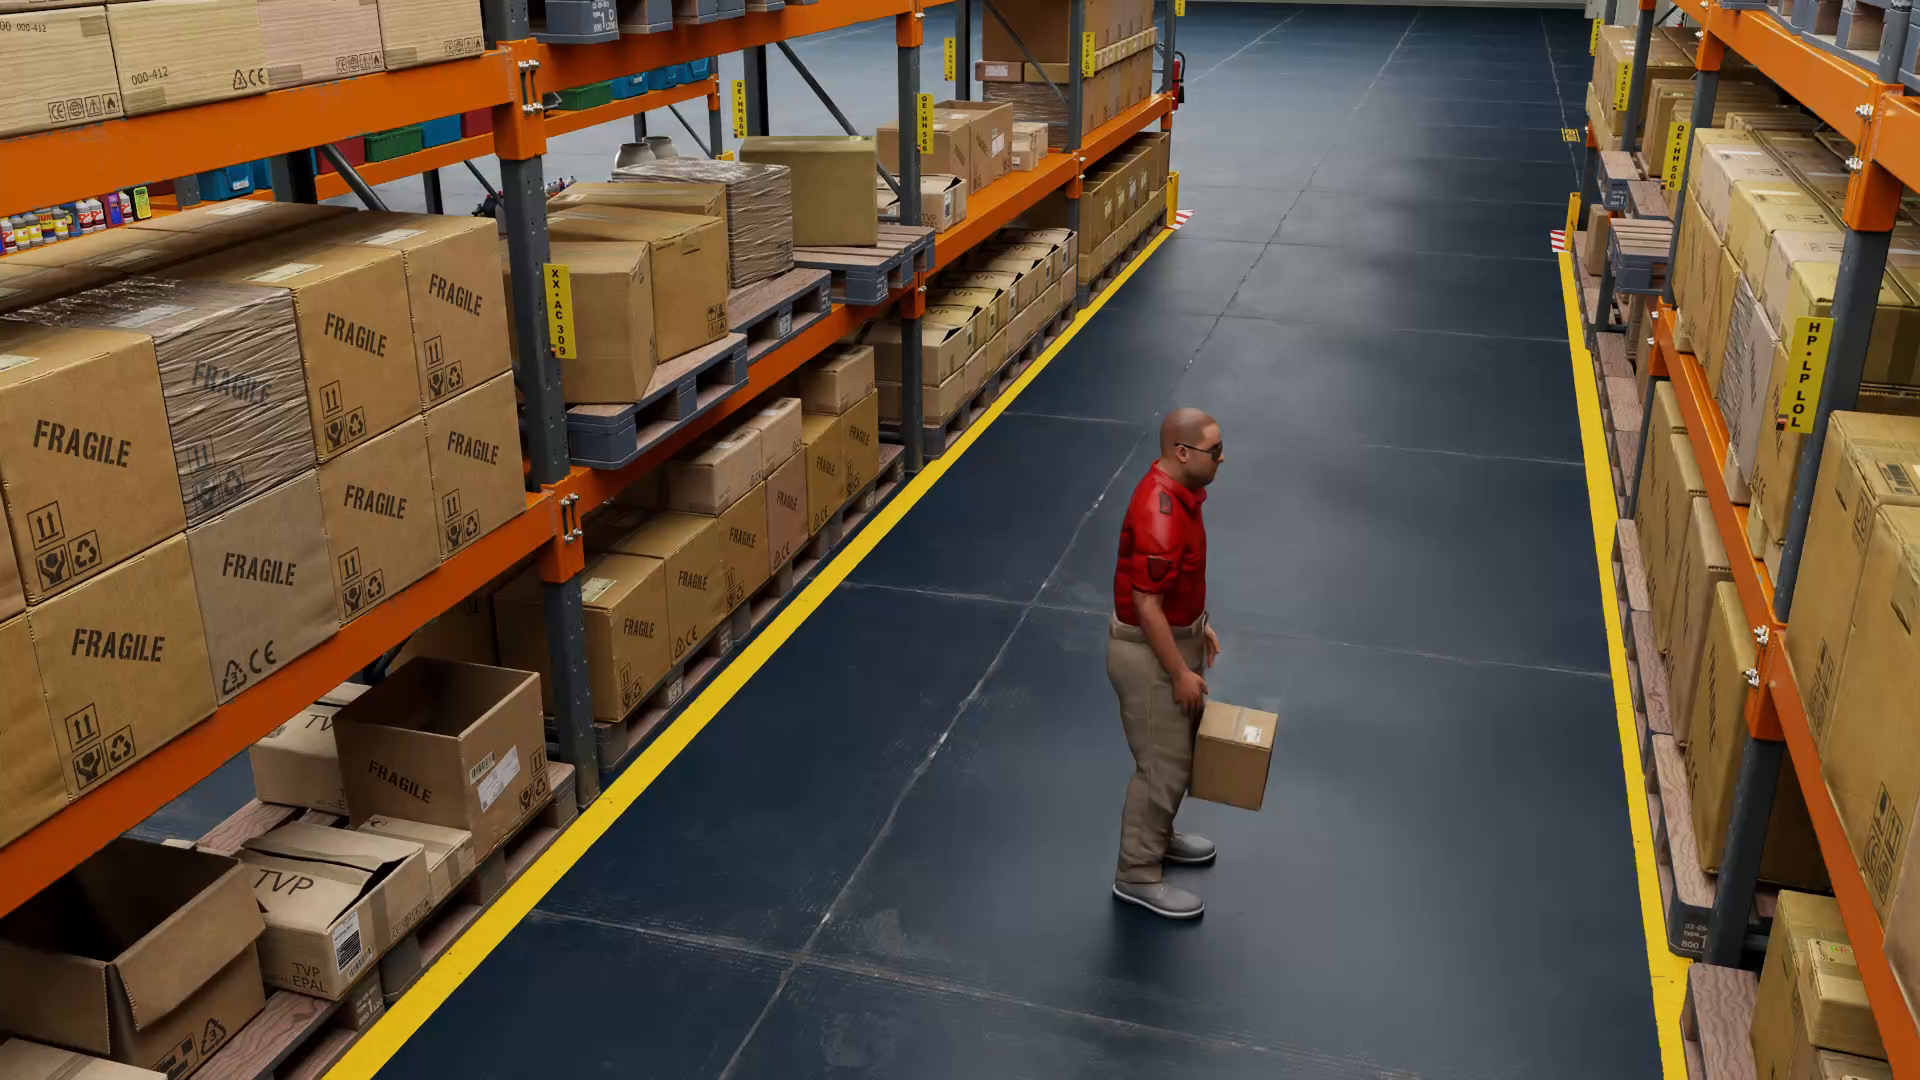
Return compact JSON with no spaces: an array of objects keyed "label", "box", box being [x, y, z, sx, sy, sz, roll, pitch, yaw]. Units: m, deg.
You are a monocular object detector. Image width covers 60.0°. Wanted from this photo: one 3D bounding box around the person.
[{"label":"person","box":[0.707,0.387,5.633,0.392,1.731,0.561,6,23,14]}]
